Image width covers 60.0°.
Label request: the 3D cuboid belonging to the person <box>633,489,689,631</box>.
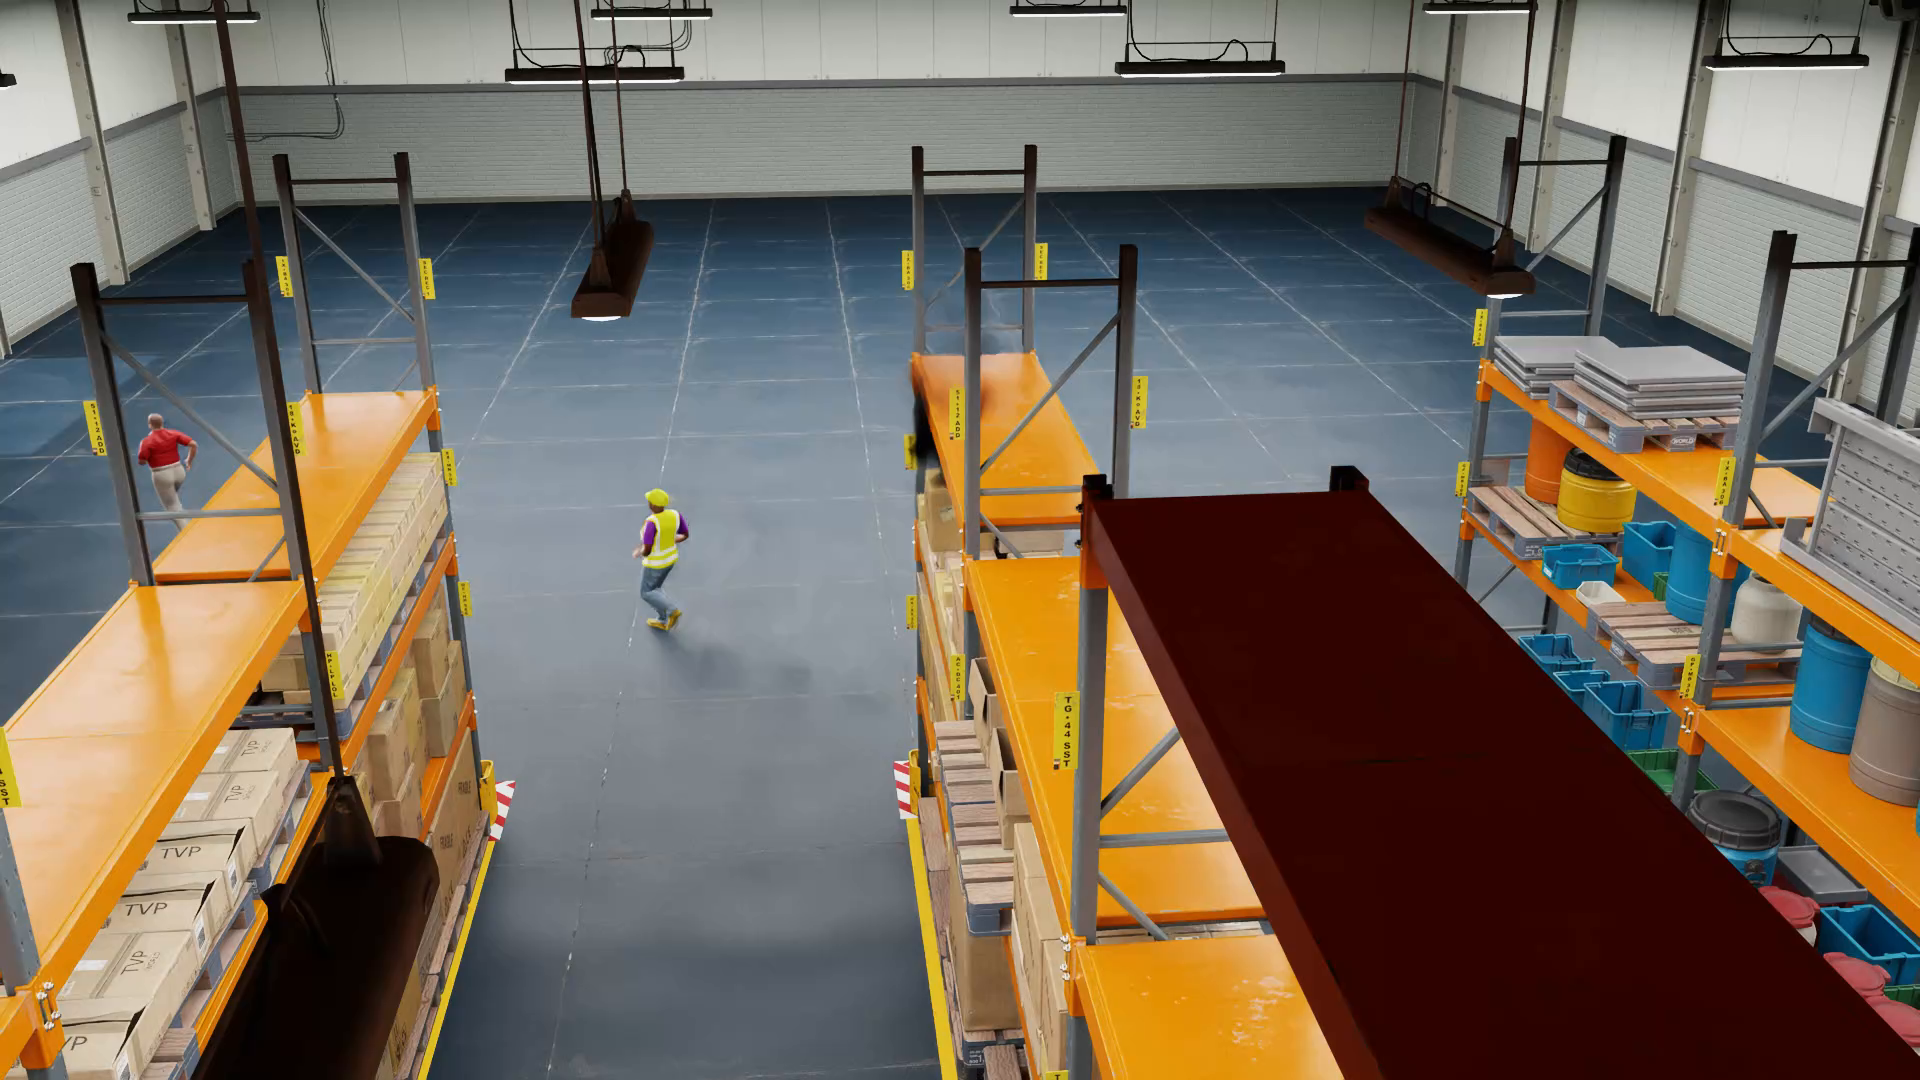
[{"bbox_3d":[-3.346,0.234,18.719,0.625,1.718,0.700,14,25,31],"label":"person"}]

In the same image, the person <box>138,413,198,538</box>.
[{"bbox_3d":[-10.159,-0.777,21.299,0.699,1.780,0.645,12,24,27],"label":"person"}]
